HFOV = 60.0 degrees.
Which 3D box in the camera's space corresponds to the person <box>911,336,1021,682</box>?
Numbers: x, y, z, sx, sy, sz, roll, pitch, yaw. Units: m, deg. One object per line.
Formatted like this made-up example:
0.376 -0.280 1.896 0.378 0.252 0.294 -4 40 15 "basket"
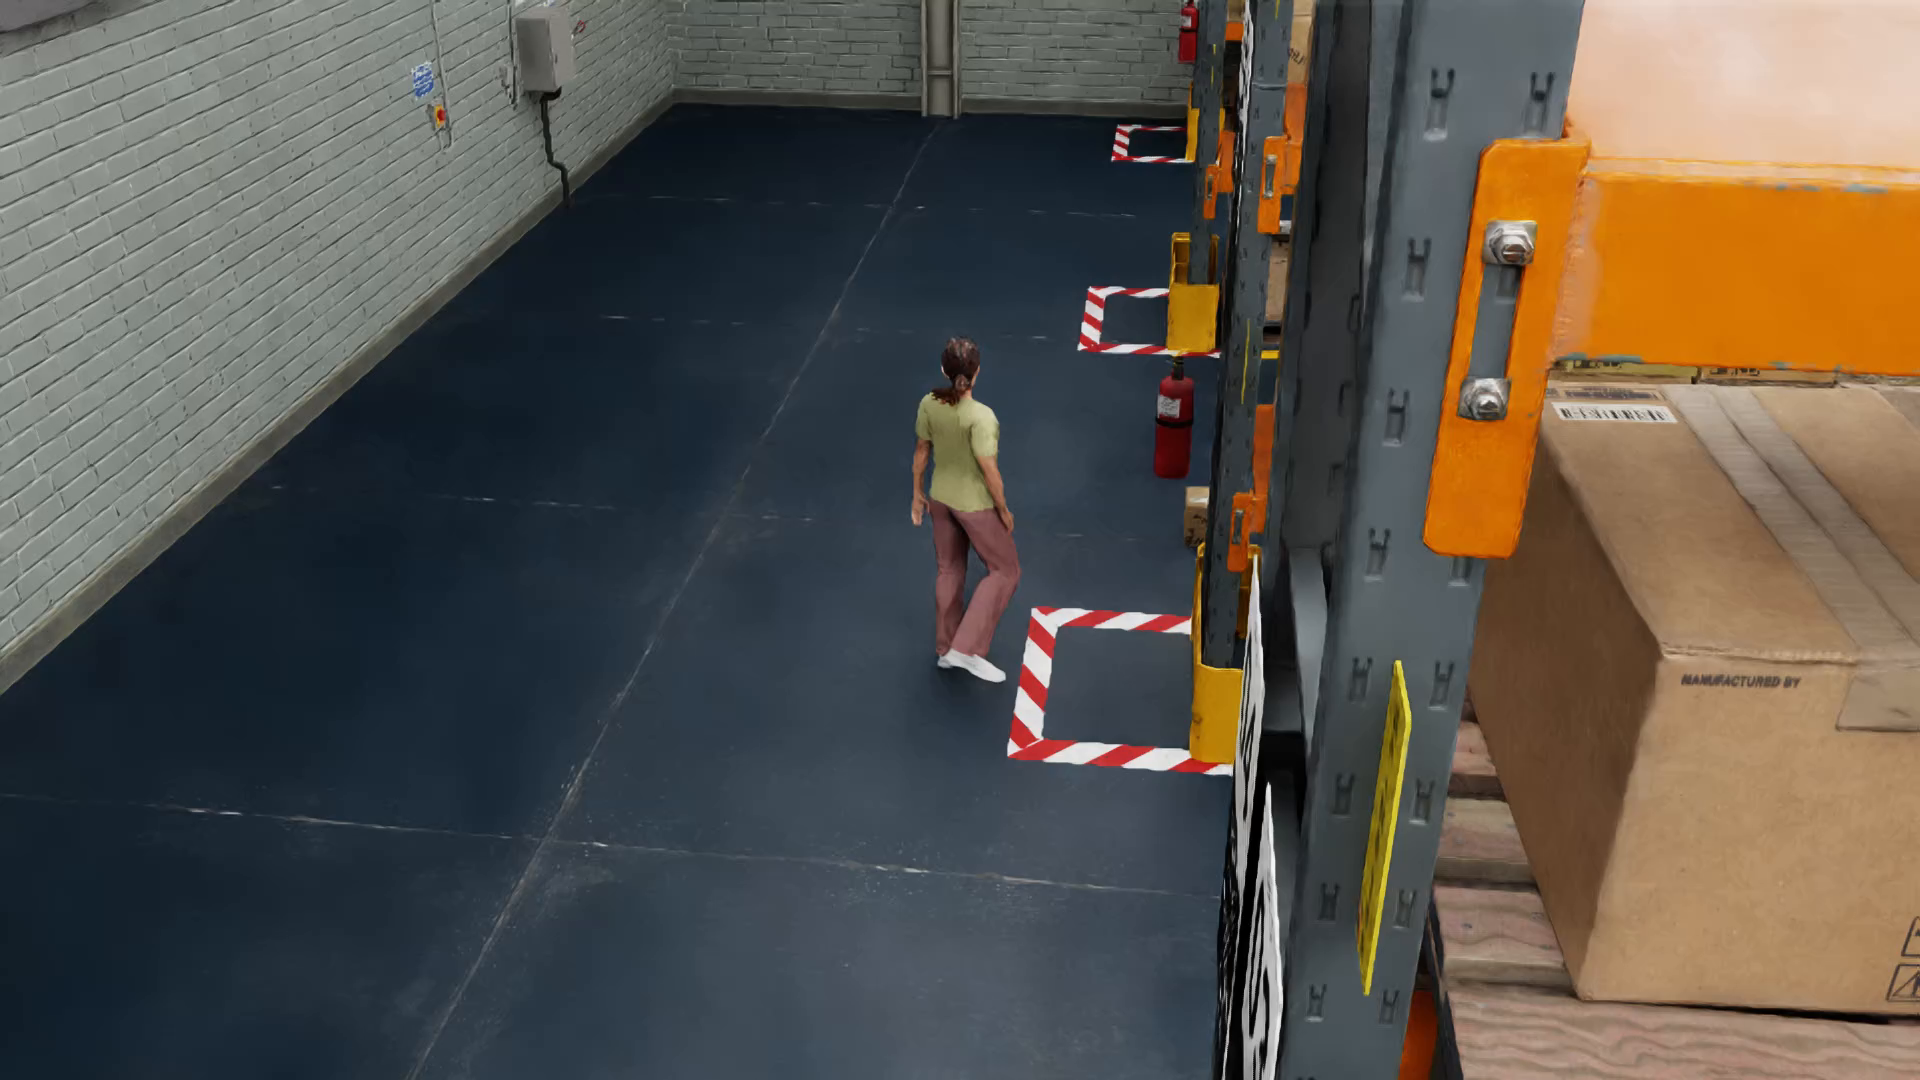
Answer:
0.031 -0.125 7.821 0.633 1.667 0.426 23 36 36 "person"
